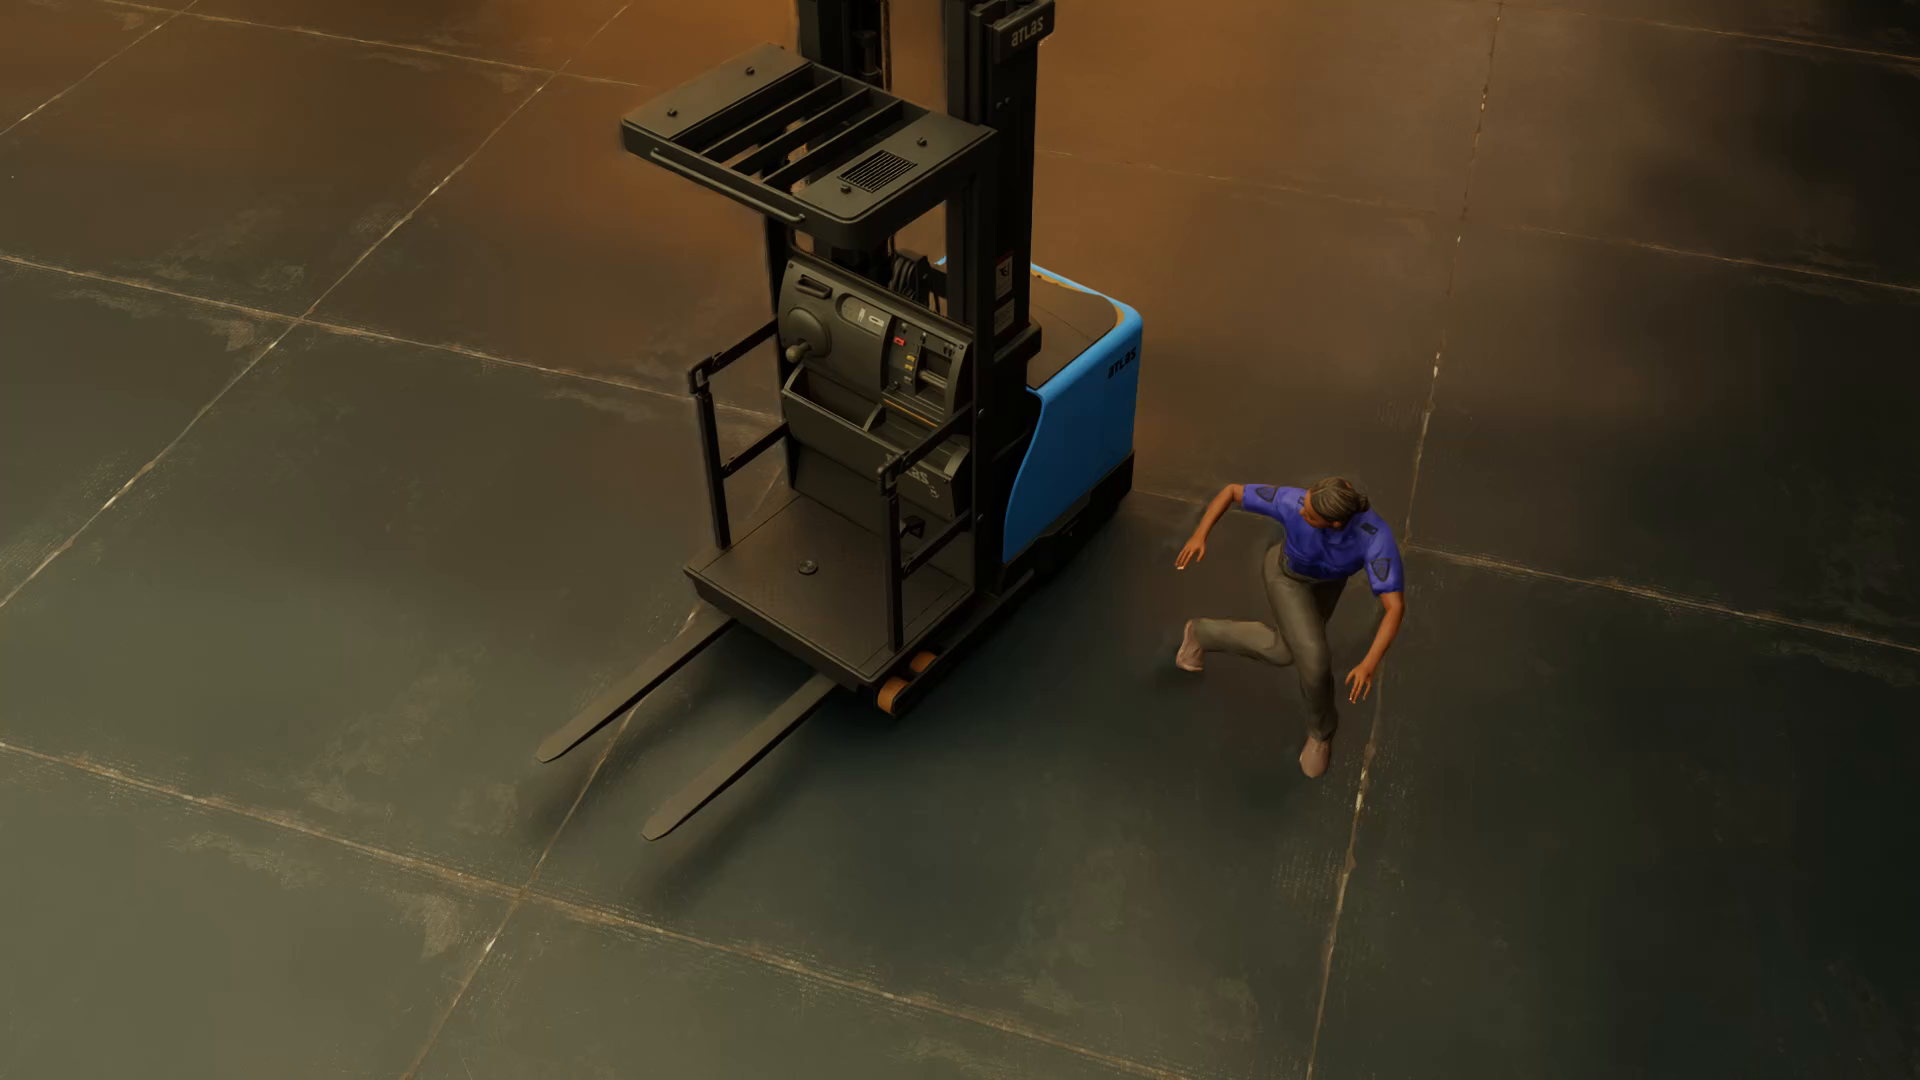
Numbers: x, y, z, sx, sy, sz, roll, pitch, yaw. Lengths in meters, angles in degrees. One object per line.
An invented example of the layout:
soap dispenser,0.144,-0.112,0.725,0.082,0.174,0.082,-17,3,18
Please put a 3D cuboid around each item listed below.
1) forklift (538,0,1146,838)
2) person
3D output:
forklift,-0.472,-0.728,6.471,1.130,2.935,3.031,29,50,27
person,1.306,0.341,6.466,0.795,1.422,1.088,-6,43,-6
